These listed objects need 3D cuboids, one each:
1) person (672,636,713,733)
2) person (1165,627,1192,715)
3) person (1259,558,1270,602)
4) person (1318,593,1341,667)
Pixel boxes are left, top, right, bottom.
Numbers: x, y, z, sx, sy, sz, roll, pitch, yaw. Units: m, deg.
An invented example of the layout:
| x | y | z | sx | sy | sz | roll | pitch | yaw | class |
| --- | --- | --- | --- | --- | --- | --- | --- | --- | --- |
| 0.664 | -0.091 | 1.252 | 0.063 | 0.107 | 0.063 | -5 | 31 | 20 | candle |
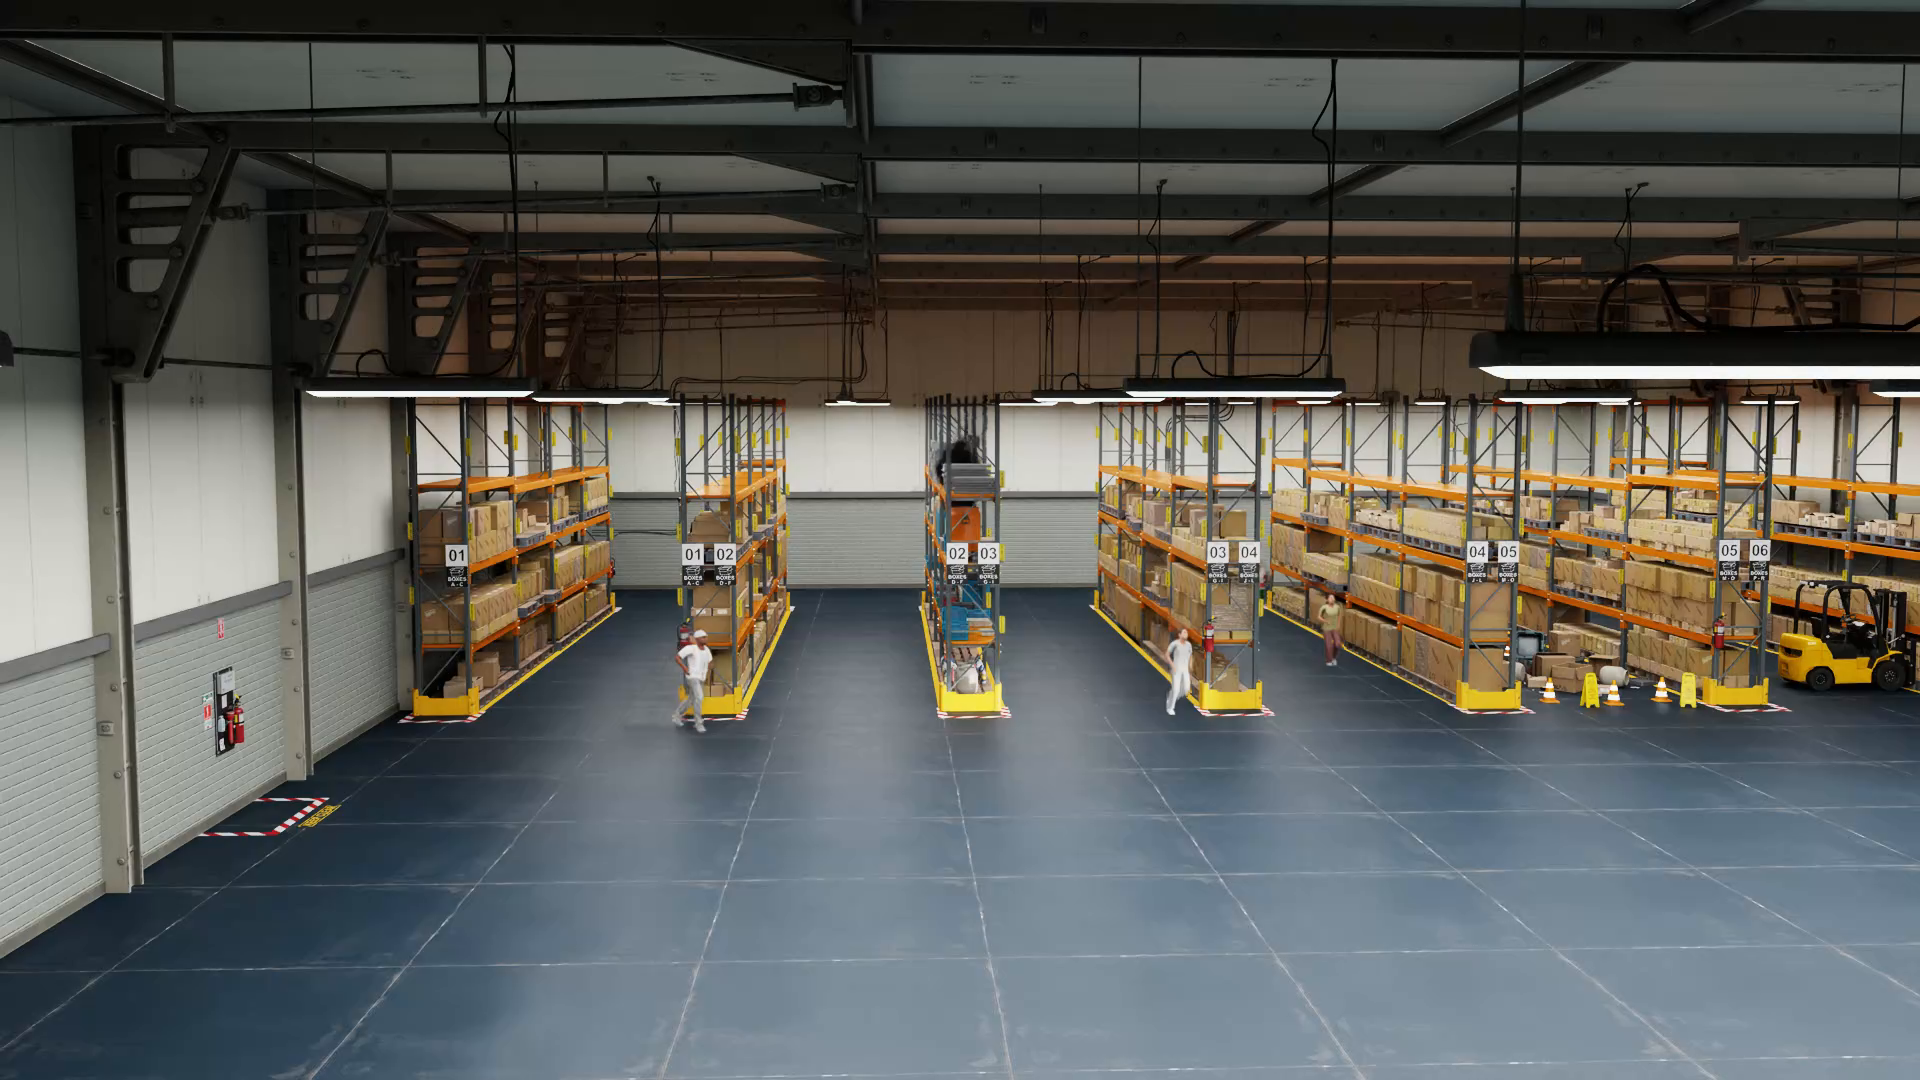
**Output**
| x | y | z | sx | sy | sz | roll | pitch | yaw | class |
| --- | --- | --- | --- | --- | --- | --- | --- | --- | --- |
| -4.732 | 2.521 | 29.829 | 0.854 | 1.751 | 0.707 | 2 | 5 | 28 | person |
| 4.116 | 2.449 | 31.062 | 0.611 | 1.572 | 0.543 | -2 | 5 | -23 | person |
| 7.990 | 1.327 | 44.473 | 0.632 | 1.748 | 0.601 | 0 | 5 | -4 | person |
| 8.192 | 1.992 | 36.755 | 0.576 | 1.633 | 0.584 | 0 | 5 | -3 | person |
